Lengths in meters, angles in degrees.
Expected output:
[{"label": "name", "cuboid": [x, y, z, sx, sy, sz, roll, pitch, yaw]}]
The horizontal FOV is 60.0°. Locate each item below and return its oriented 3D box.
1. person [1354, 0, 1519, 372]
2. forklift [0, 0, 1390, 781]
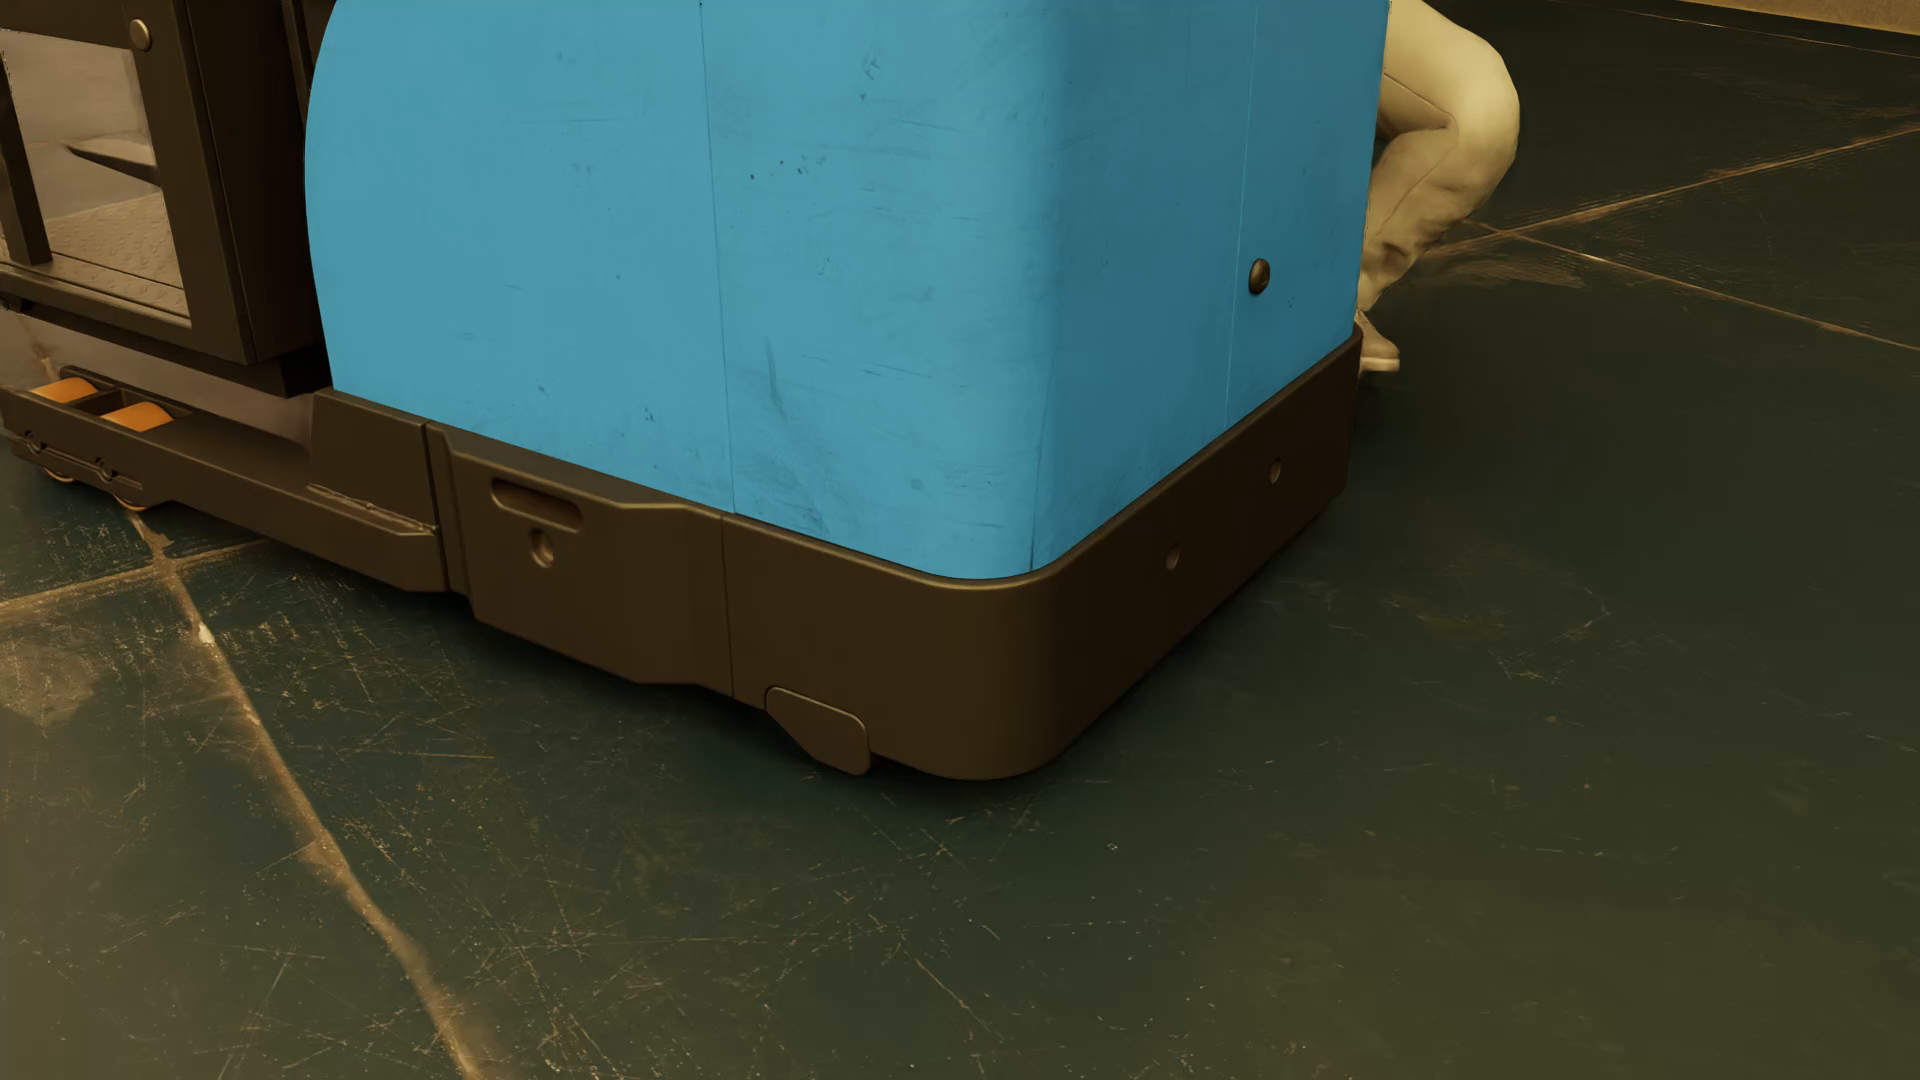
[{"label": "person", "cuboid": [0.795, -0.973, 2.850, 1.587, 1.464, 0.798, -22, 34, -37]}, {"label": "forklift", "cuboid": [-0.926, -1.534, 2.289, 3.031, 2.935, 1.130, 16, 31, 29]}]
